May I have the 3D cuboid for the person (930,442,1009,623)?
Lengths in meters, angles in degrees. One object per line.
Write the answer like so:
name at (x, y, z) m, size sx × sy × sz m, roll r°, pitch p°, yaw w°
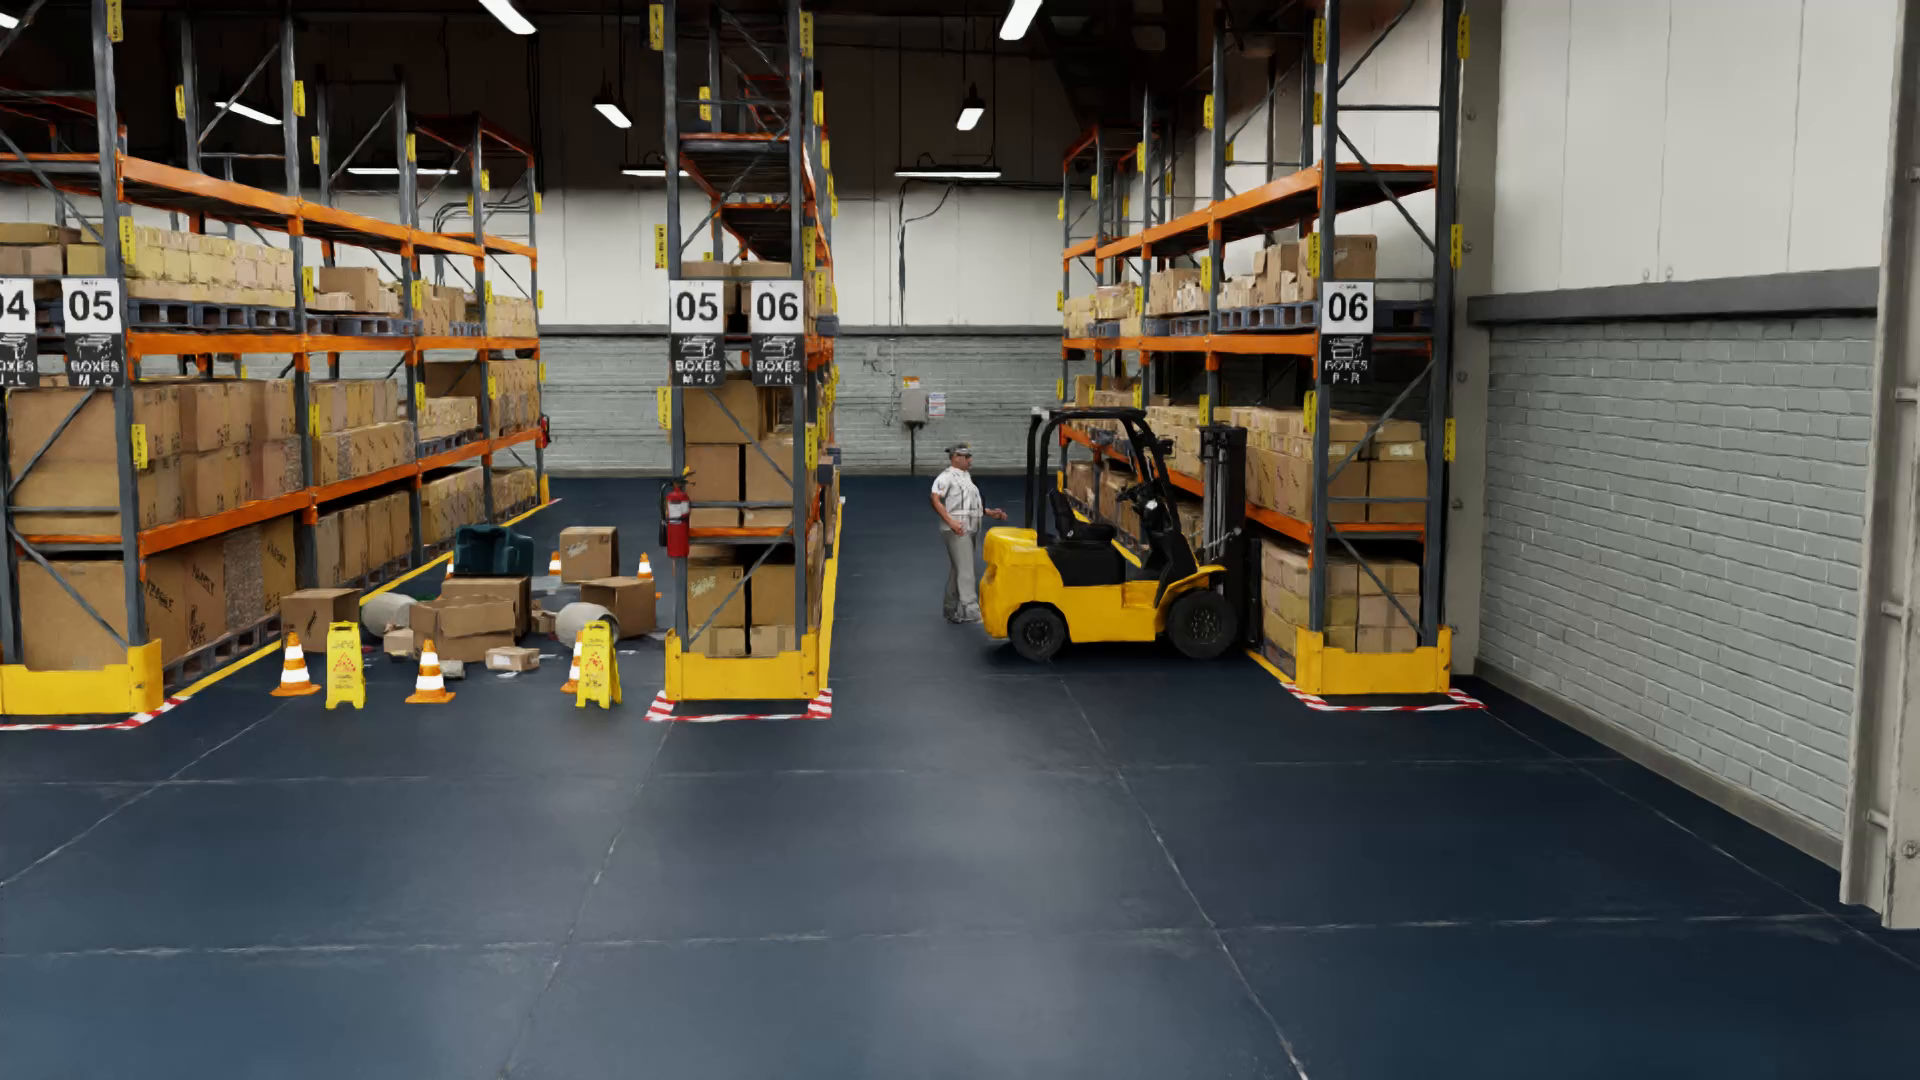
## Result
person at (0.116, -0.054, 16.213) m, size 0.768 × 1.792 × 0.734 m, roll 3°, pitch 7°, yaw 25°
